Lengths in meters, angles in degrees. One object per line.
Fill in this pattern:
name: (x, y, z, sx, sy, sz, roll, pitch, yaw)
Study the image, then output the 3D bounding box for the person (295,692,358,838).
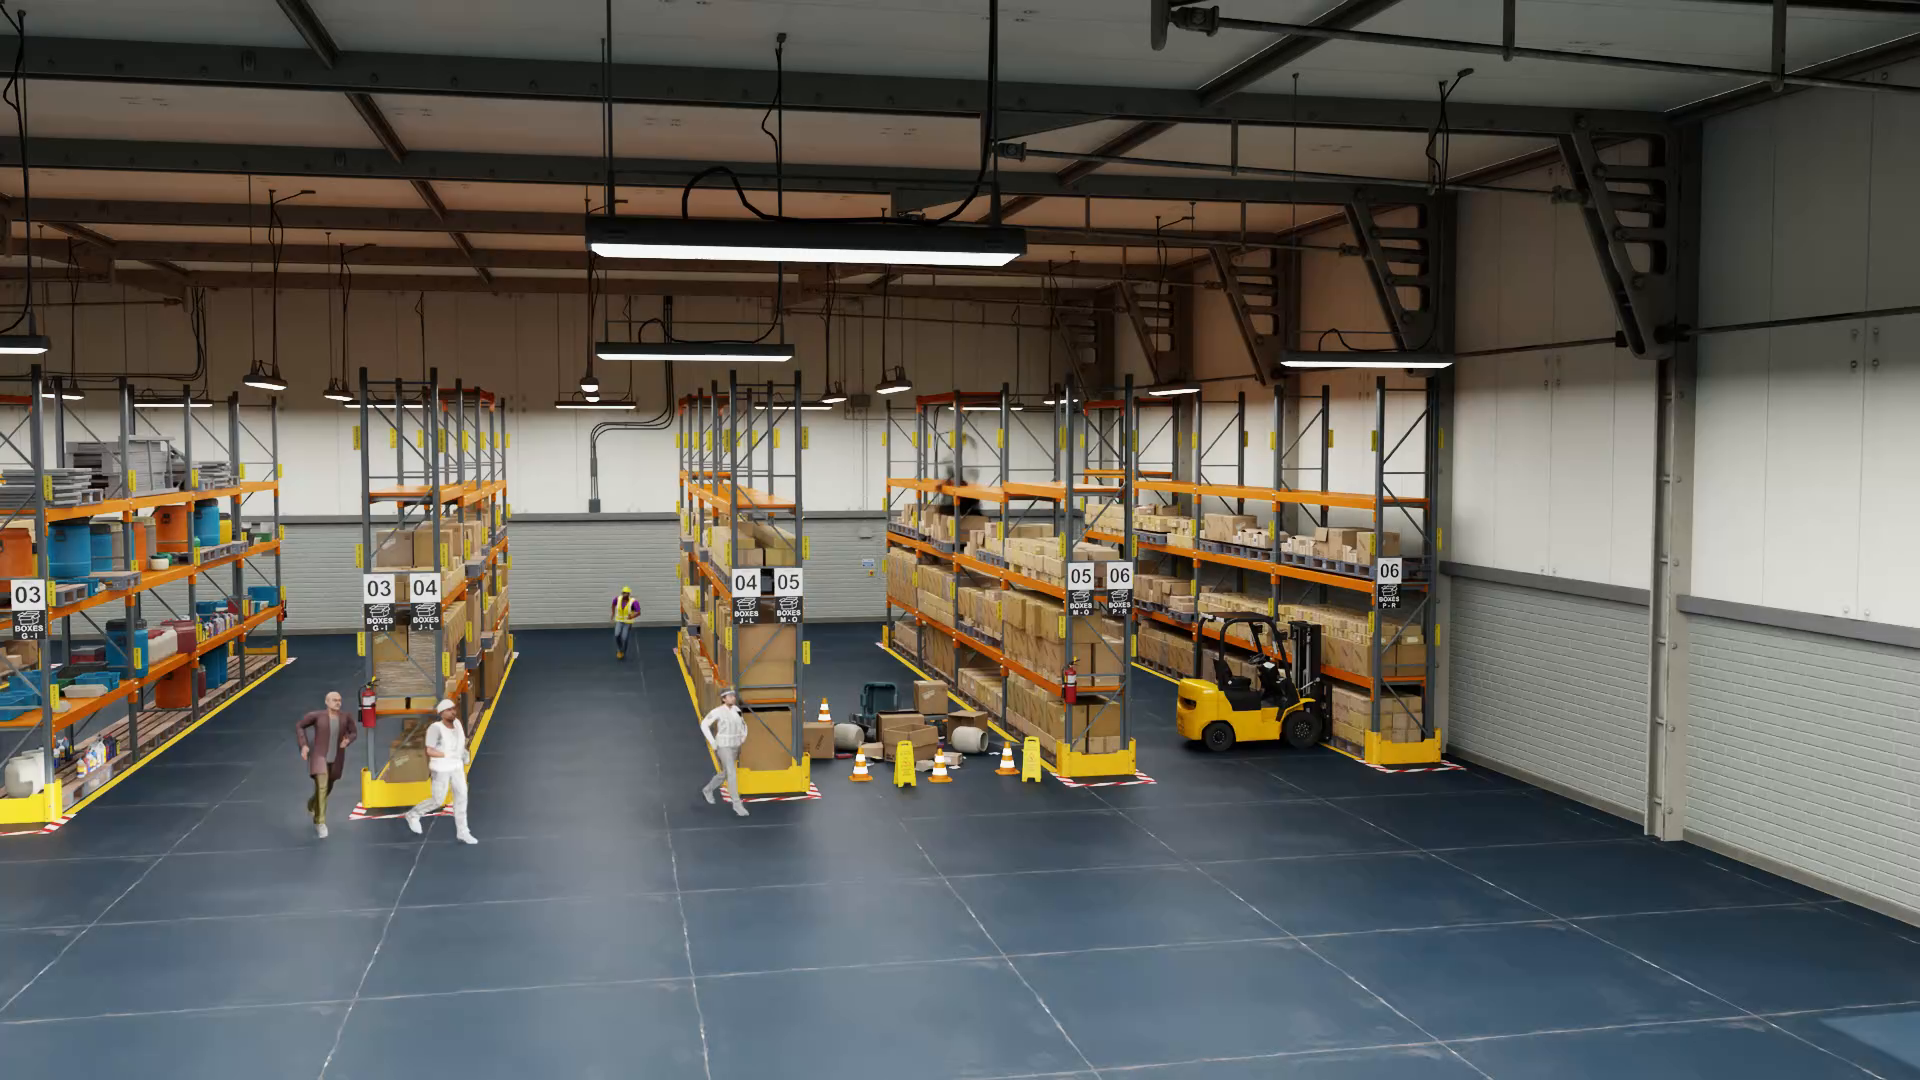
person: (-8.150, 2.889, 21.483, 0.733, 1.679, 1.021, -3, 5, -42)

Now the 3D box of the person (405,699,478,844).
person: (-6.453, 2.877, 20.792, 0.978, 1.792, 0.692, 2, 4, 26)

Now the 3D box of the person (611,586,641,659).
person: (-7.708, 1.903, 38.332, 0.715, 1.700, 0.807, 0, 3, -1)

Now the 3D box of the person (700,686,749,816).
person: (-3.124, 2.816, 22.497, 0.870, 1.709, 0.640, 2, 4, 35)
